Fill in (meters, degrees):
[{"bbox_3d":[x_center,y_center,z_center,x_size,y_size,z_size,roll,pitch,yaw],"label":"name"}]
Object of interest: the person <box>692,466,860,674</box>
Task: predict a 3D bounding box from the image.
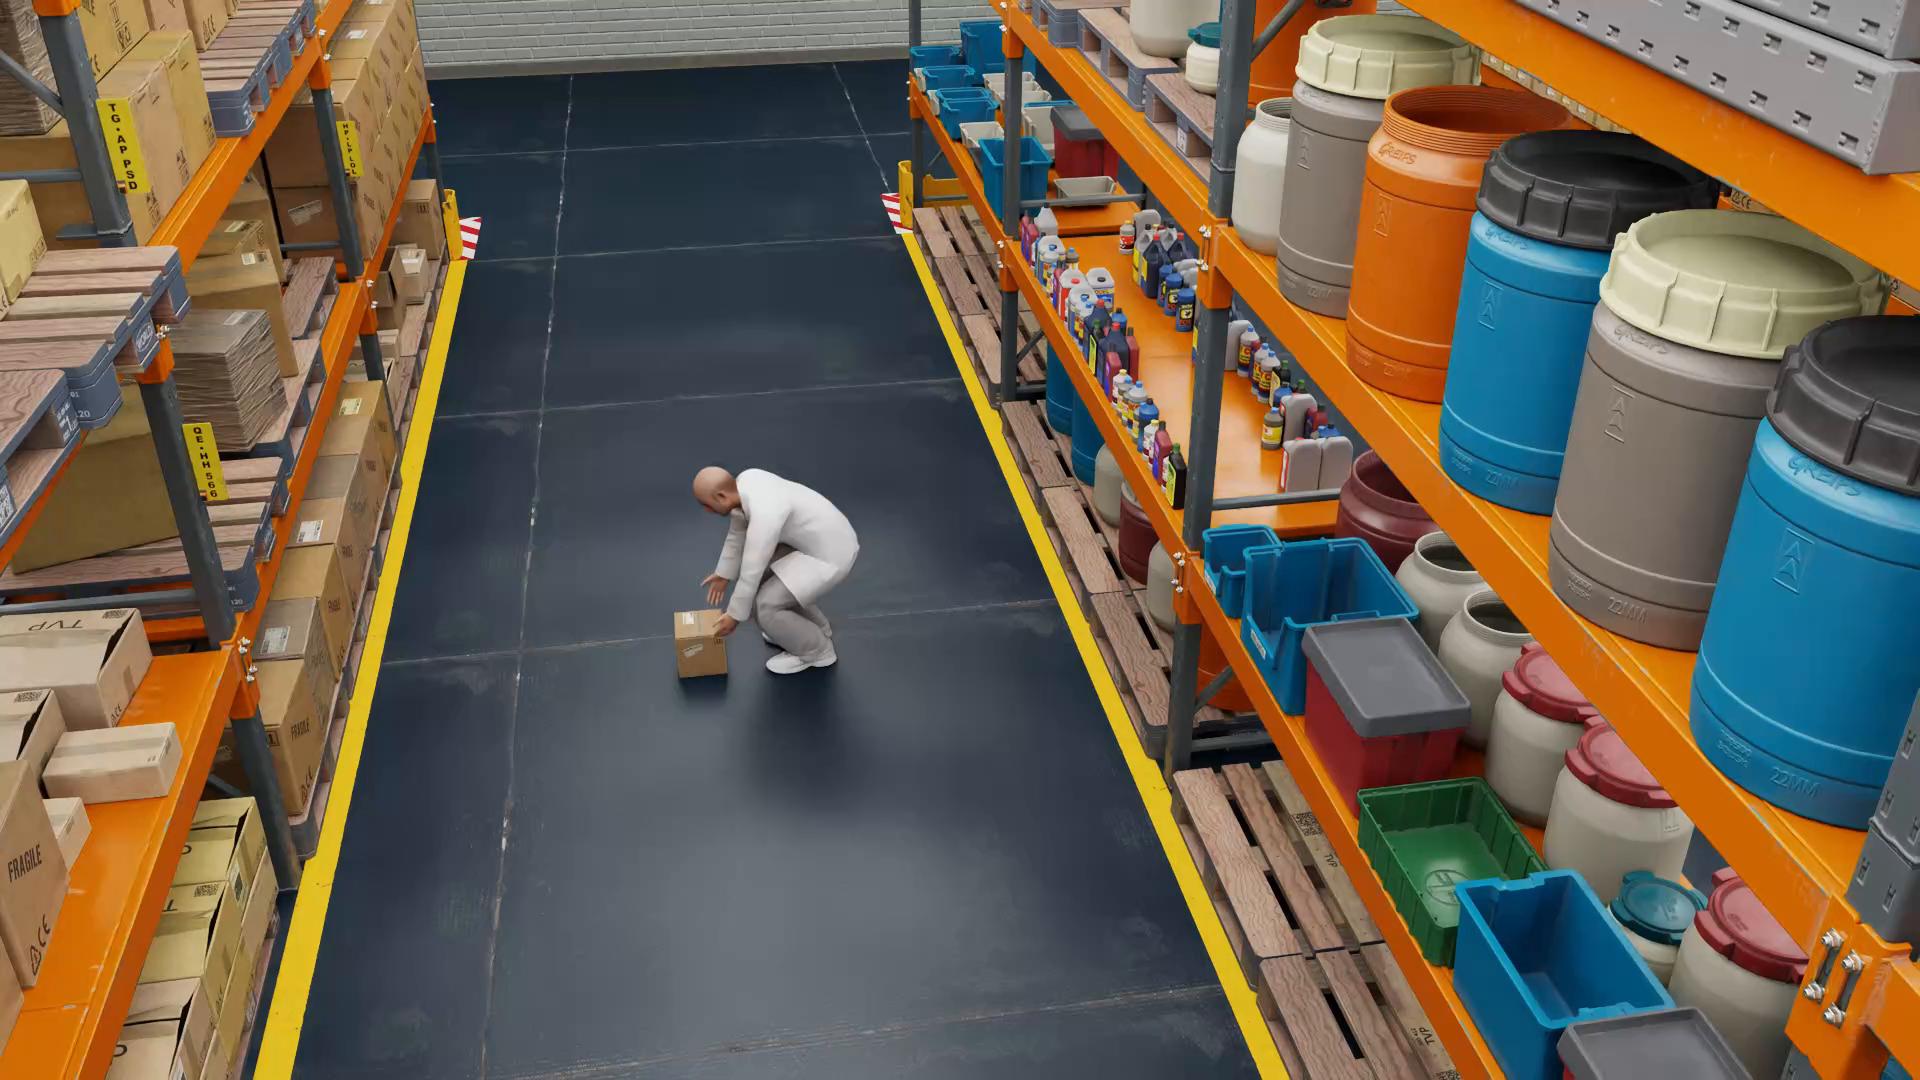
[{"bbox_3d":[-0.927,0.120,8.560,0.830,1.166,0.625,-5,31,-9],"label":"person"}]
